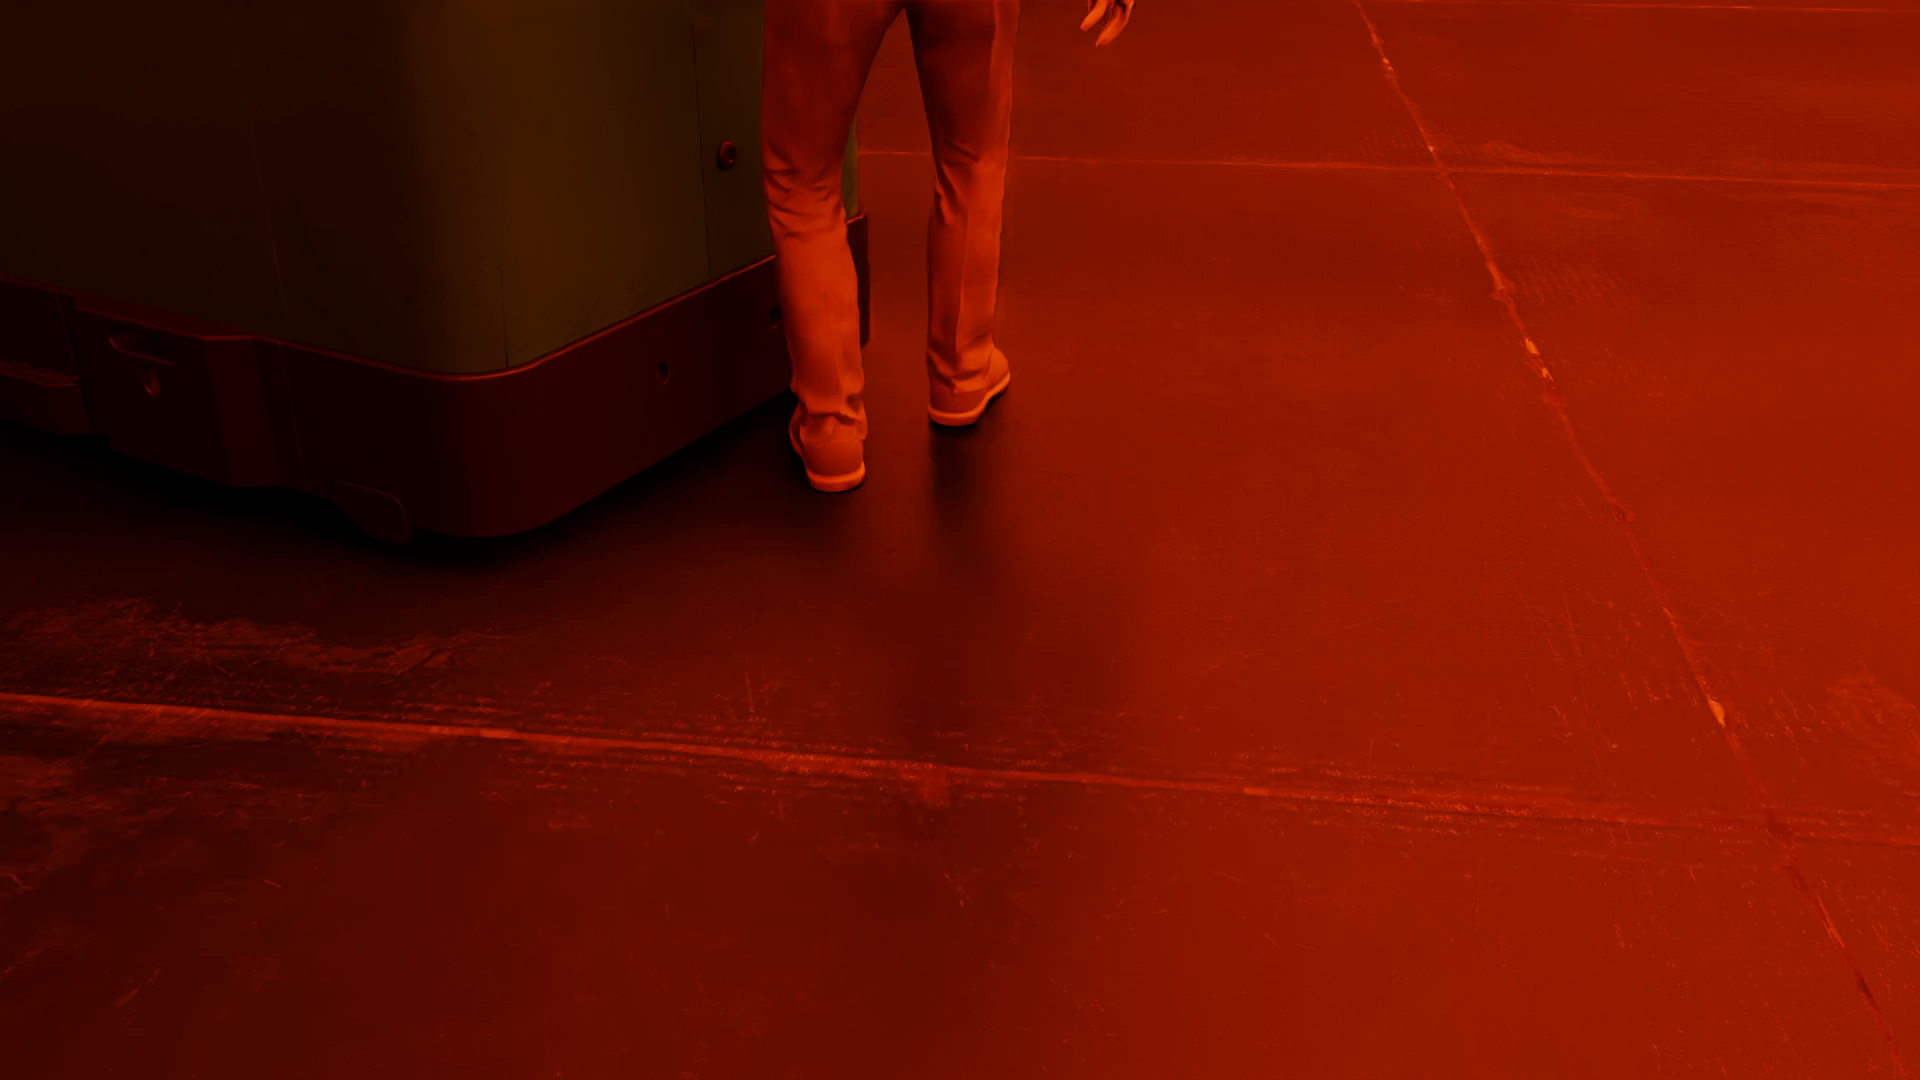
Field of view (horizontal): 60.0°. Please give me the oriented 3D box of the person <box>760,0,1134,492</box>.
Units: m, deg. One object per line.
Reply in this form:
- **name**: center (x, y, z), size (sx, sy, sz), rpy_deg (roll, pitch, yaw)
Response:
- **person**: center (-0.113, -0.901, 2.488), size (0.704, 1.614, 0.572), rpy_deg (-4, 27, -9)

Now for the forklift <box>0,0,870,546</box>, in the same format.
- **forklift**: center (-1.707, -1.765, 2.754), size (3.031, 2.935, 1.130), rpy_deg (14, 30, 26)
